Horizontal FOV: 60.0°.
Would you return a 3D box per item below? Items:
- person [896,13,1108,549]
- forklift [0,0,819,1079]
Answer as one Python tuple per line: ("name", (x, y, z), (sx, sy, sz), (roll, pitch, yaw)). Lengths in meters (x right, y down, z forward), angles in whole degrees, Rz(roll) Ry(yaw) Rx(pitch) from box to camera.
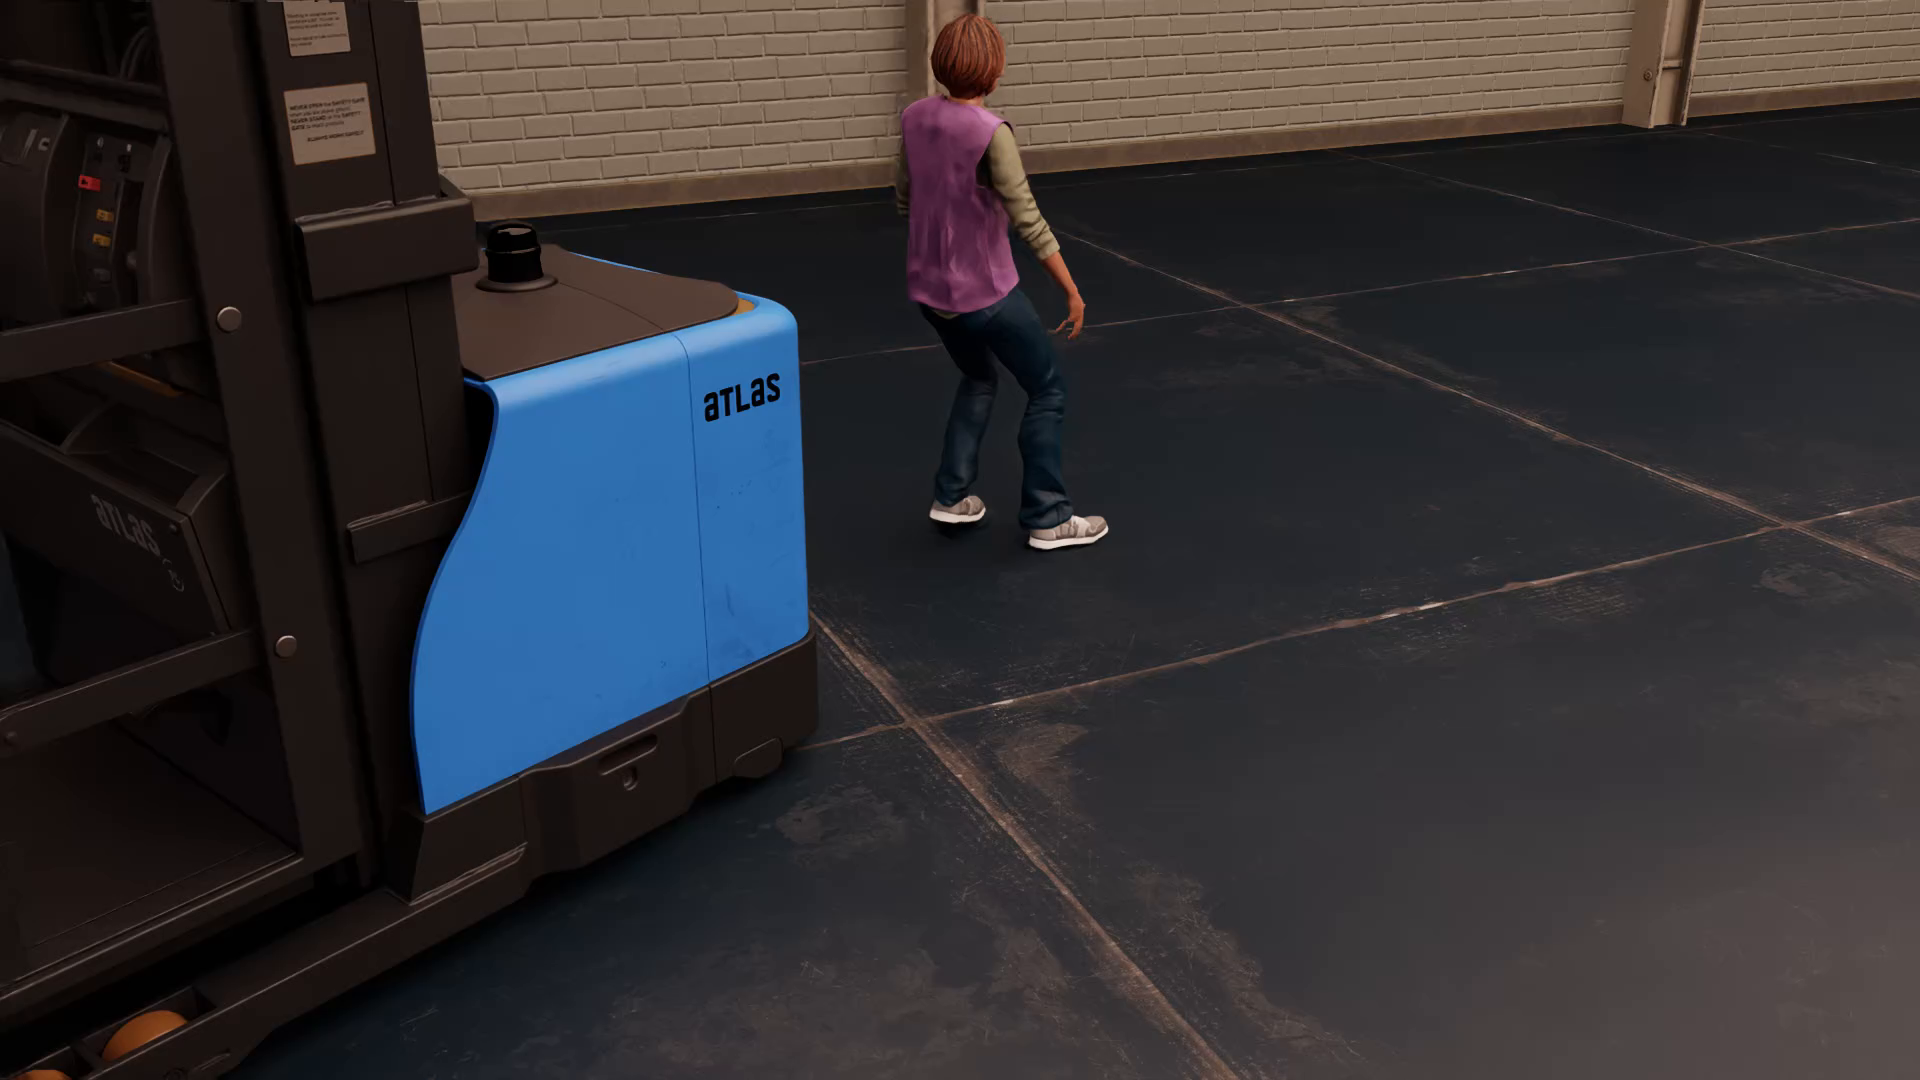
("person", (0.106, -0.747, 4.888), (0.445, 1.542, 0.600), (-20, 30, -39))
("forklift", (-1.669, -0.552, 2.615), (1.130, 2.935, 3.031), (18, 29, 37))
